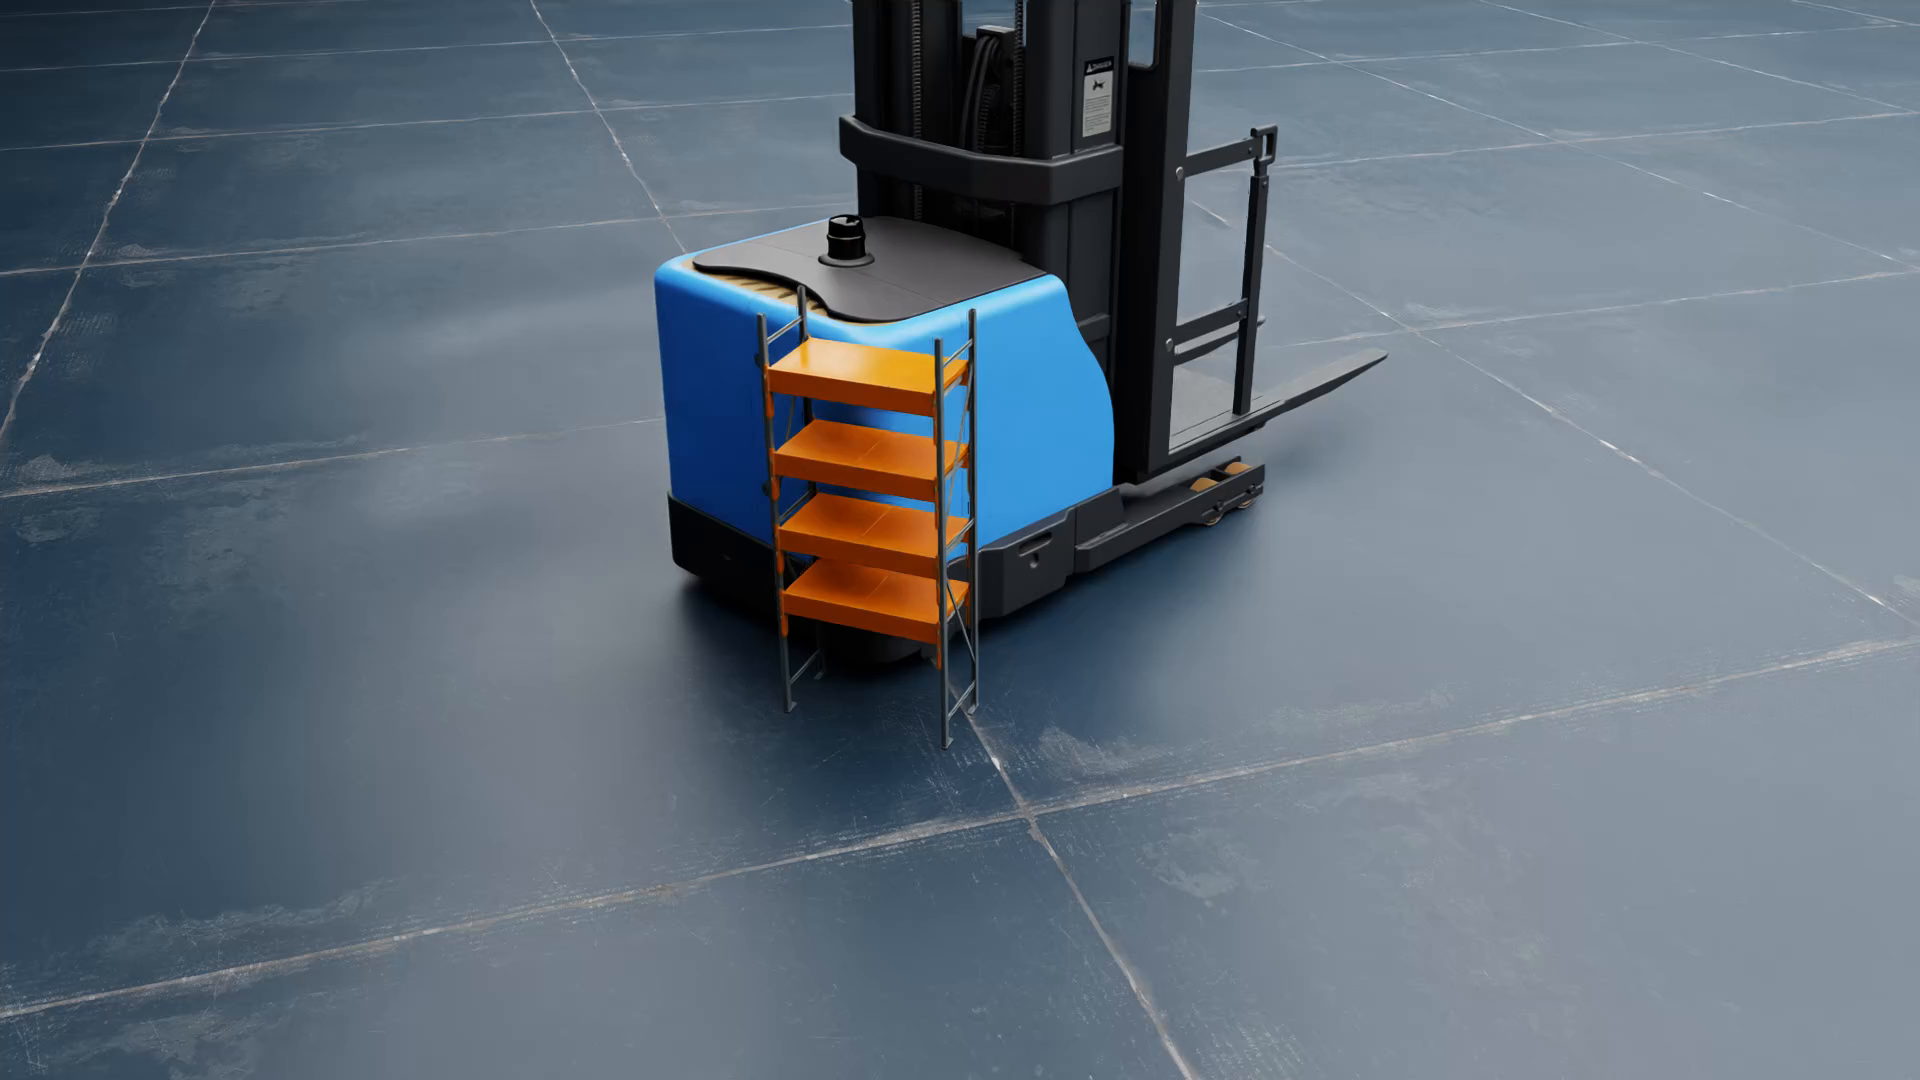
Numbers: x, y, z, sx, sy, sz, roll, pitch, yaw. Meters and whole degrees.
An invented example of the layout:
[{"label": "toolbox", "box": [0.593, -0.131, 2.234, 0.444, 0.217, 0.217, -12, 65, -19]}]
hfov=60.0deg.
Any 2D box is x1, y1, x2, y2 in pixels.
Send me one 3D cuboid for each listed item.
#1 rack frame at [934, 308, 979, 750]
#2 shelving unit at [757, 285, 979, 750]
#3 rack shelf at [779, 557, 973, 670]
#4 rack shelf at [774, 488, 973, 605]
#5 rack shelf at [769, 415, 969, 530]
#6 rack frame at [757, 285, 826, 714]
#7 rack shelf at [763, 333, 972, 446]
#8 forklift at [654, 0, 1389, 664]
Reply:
[{"label": "rack frame", "box": [-0.005, -0.005, 4.404, 0.015, 1.200, 0.240, 10, 30, 20]}, {"label": "shelving unit", "box": [-0.230, -0.047, 4.488, 0.503, 1.200, 0.258, 10, 30, 20]}, {"label": "rack shelf", "box": [-0.228, 0.189, 4.611, 0.480, 0.148, 0.258, 10, 30, 20]}, {"label": "rack shelf", "box": [-0.230, 0.013, 4.519, 0.480, 0.148, 0.258, 10, 30, 20]}, {"label": "rack shelf", "box": [-0.232, -0.185, 4.415, 0.480, 0.148, 0.258, 10, 30, 20]}, {"label": "rack frame", "box": [-0.456, -0.088, 4.571, 0.015, 1.200, 0.240, 10, 30, 20]}, {"label": "rack shelf", "box": [-0.234, -0.395, 4.306, 0.480, 0.148, 0.258, 10, 30, 20]}, {"label": "forklift", "box": [0.451, -1.508, 5.491, 1.130, 2.935, 3.031, 24, 35, 39]}]
